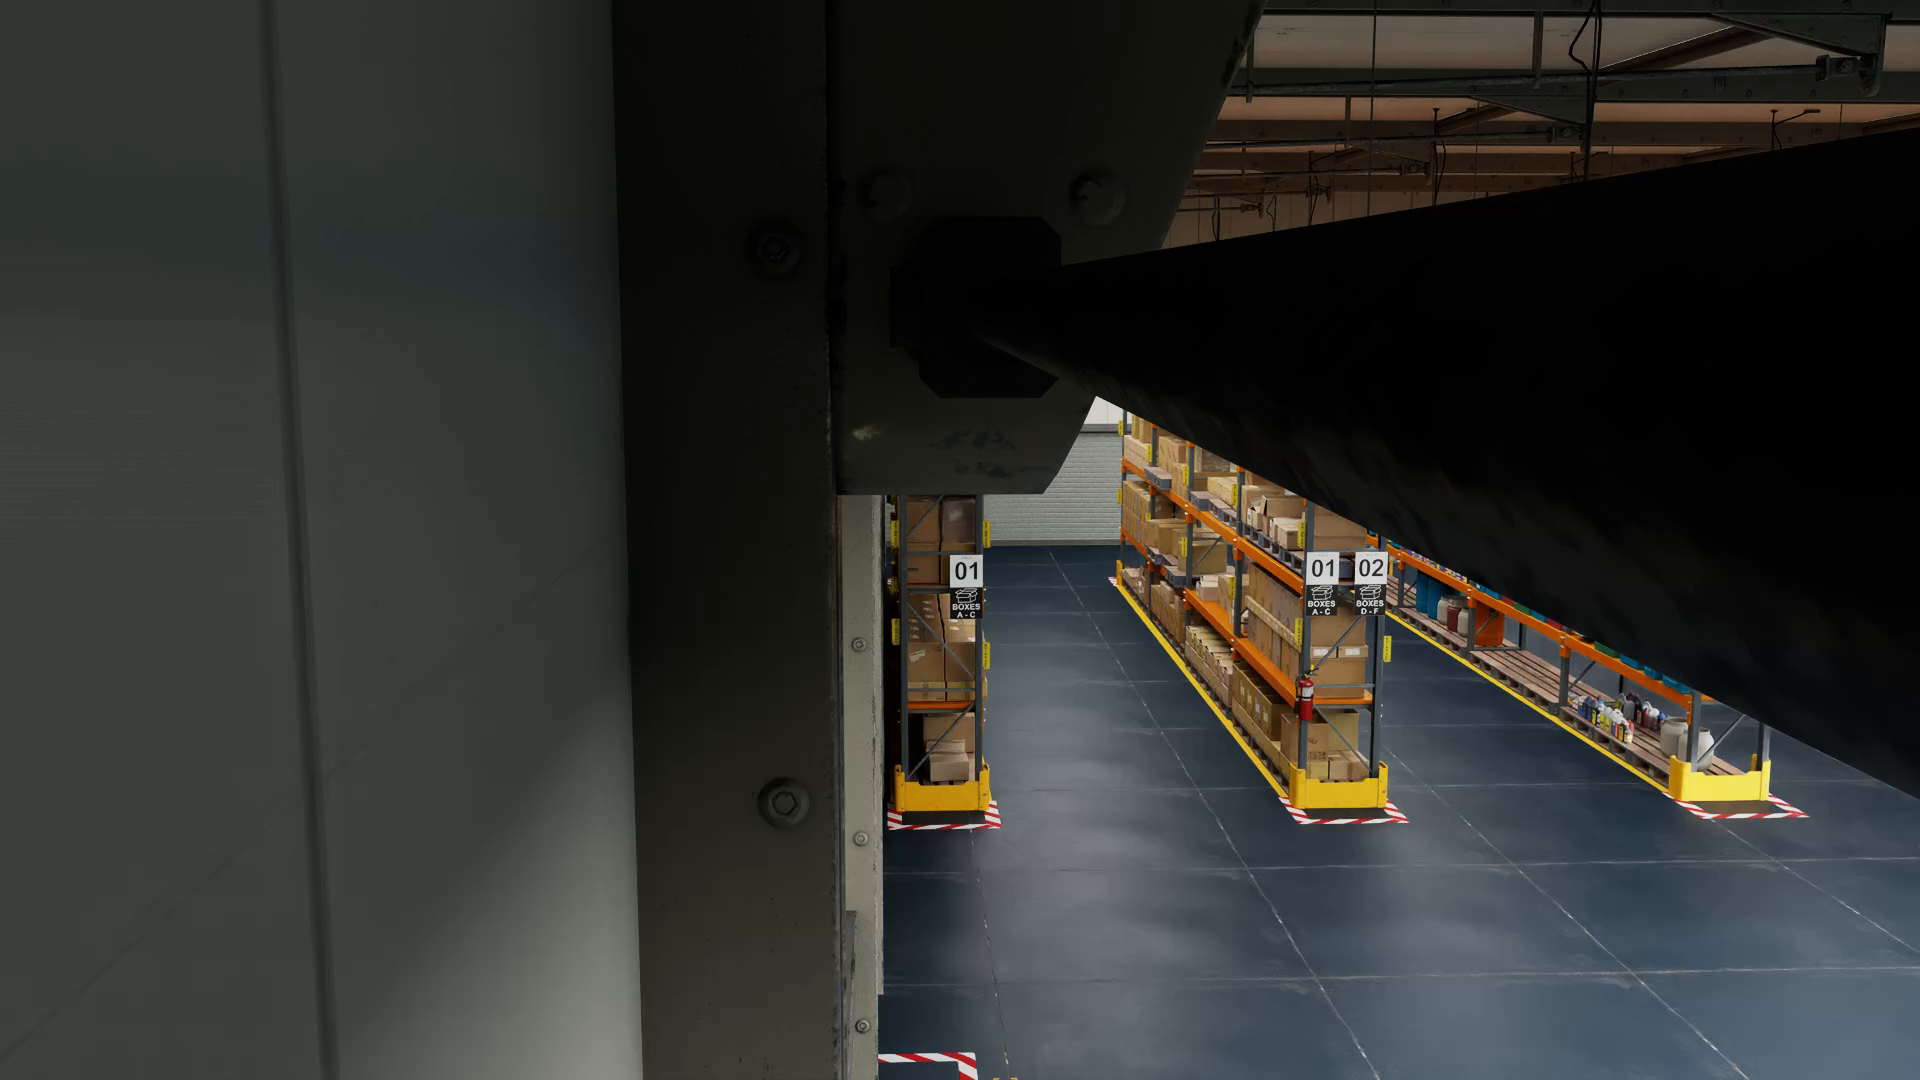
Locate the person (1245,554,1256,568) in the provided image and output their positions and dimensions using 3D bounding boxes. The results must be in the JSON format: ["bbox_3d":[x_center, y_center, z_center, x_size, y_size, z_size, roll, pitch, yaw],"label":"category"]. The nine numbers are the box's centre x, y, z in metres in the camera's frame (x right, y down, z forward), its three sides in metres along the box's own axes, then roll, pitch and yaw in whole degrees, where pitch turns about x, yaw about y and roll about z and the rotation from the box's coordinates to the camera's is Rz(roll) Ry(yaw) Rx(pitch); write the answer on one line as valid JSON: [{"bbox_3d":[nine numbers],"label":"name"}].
[{"bbox_3d":[6.121,0.384,34.787,0.544,1.685,0.686,-3,9,-19],"label":"person"}]
